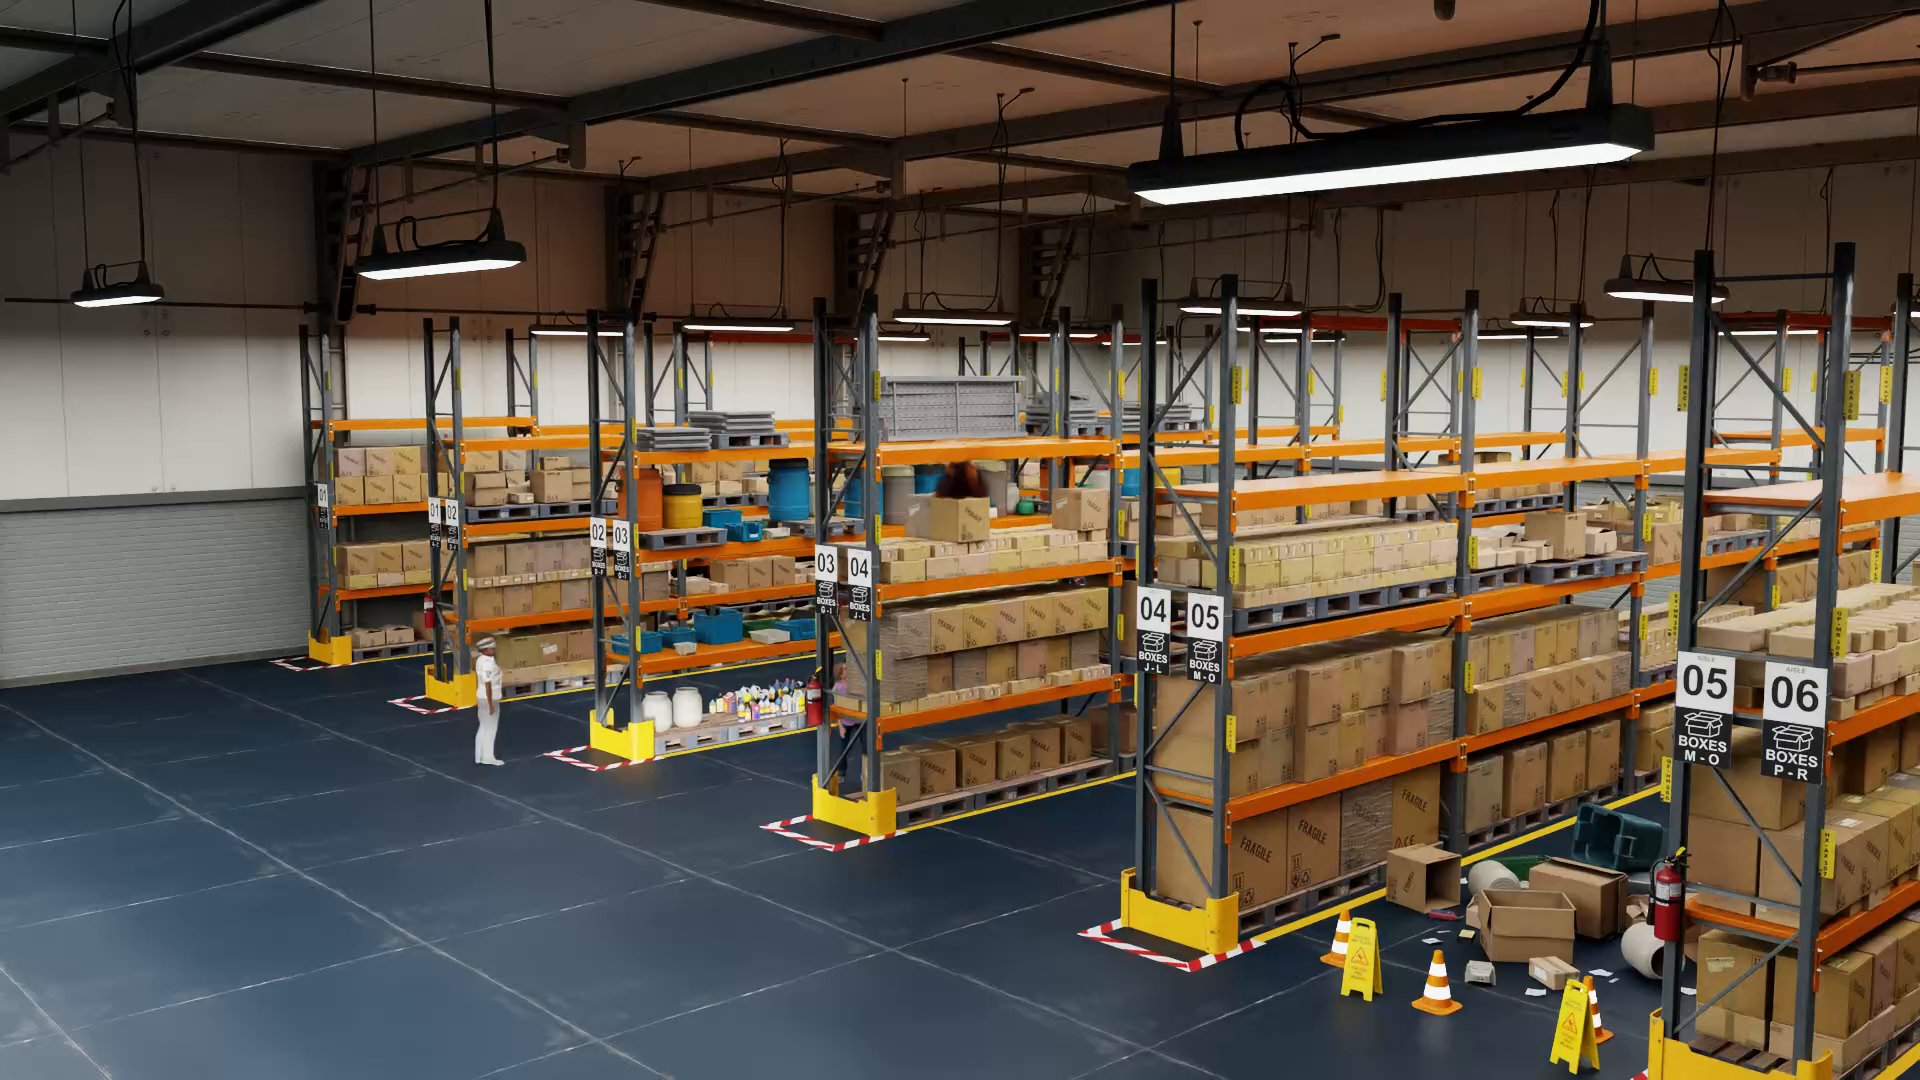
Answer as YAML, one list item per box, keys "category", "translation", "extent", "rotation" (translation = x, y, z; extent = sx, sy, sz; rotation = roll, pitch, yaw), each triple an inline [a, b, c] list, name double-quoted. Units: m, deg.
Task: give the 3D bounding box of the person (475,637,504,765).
- category: "person"
  translation: [-6.214, 2.121, 21.934]
  extent: [0.382, 1.708, 0.505]
  rotation: [-3, 7, -30]

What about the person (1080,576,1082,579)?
- category: "person"
  translation: [2.882, 0.223, 40.160]
  extent: [0.539, 1.762, 0.715]
  rotation: [-4, 7, -32]

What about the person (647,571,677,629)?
- category: "person"
  translation: [-5.520, 1.172, 30.750]
  extent: [0.584, 1.793, 0.457]
  rotation: [-6, 8, -44]

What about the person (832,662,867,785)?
- category: "person"
  translation: [-1.310, 2.303, 20.654]
  extent: [0.554, 1.574, 0.587]
  rotation: [-1, 6, -13]
